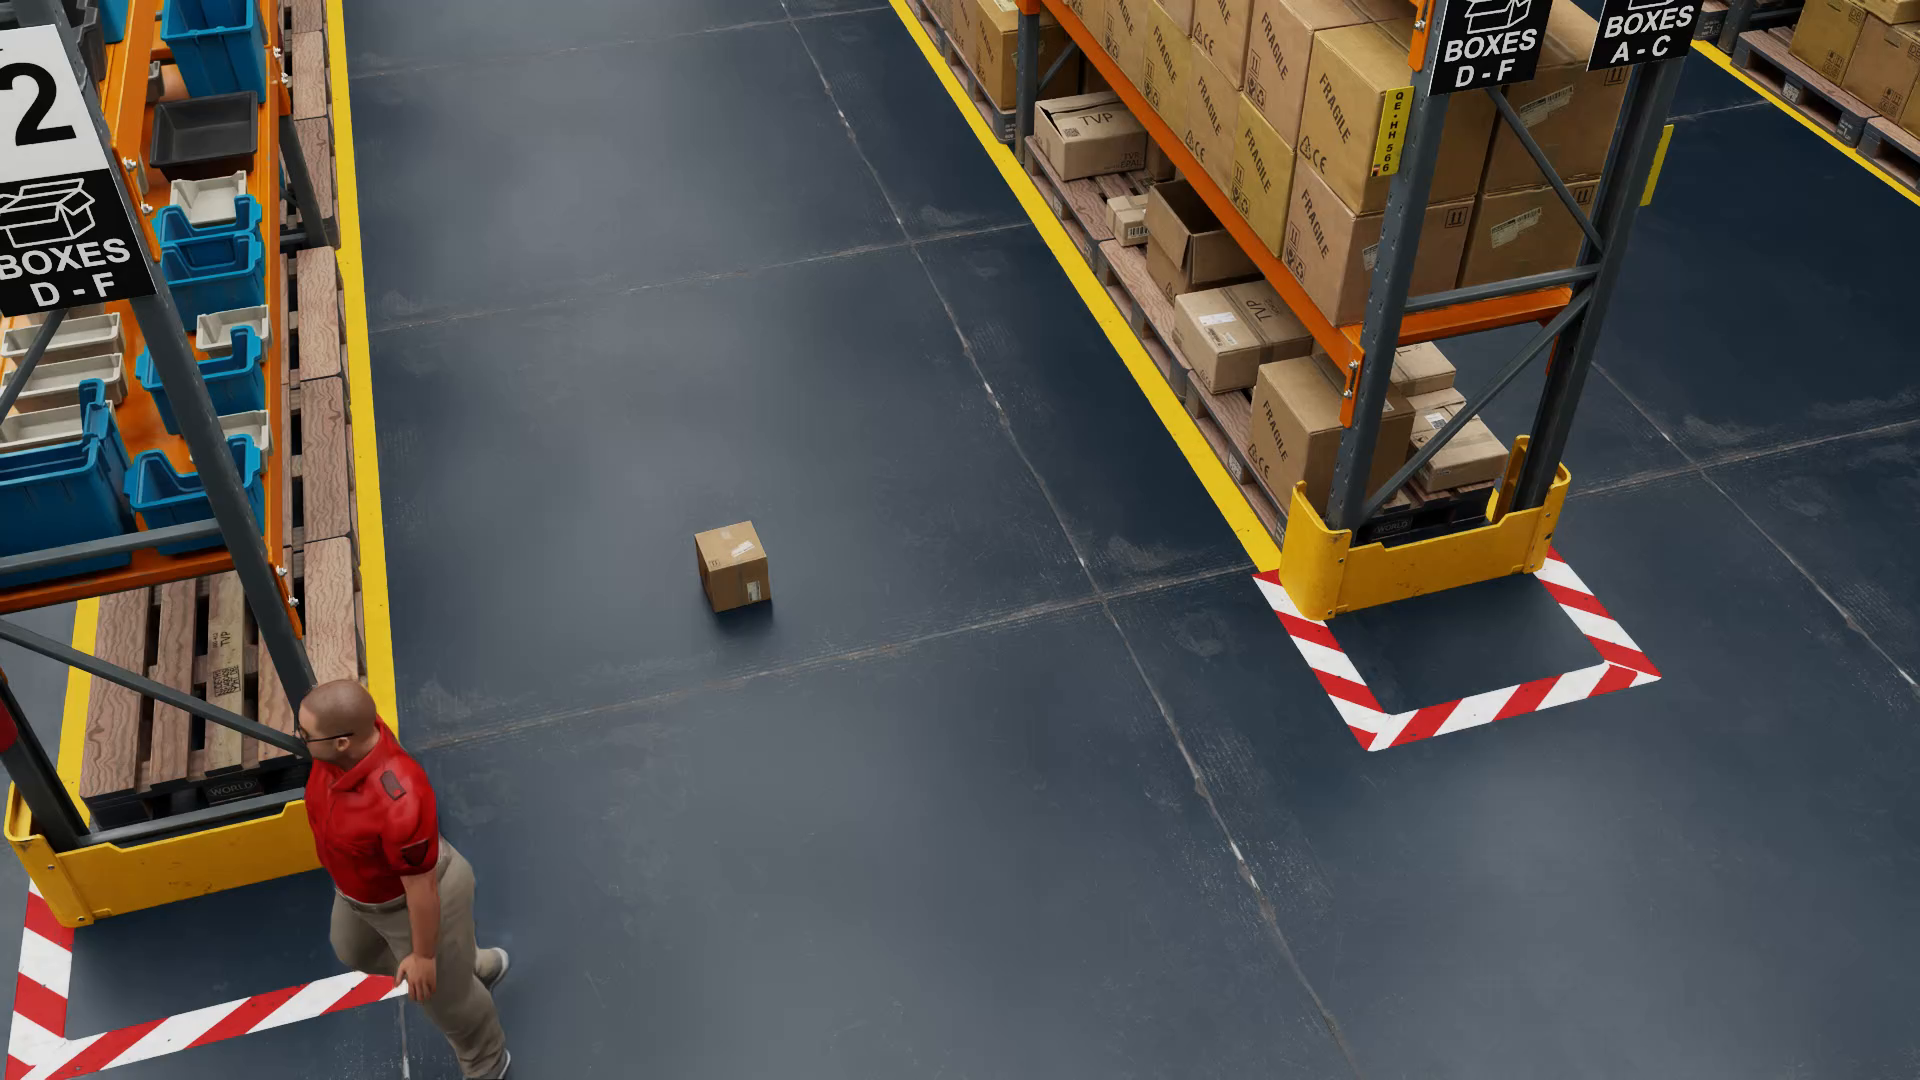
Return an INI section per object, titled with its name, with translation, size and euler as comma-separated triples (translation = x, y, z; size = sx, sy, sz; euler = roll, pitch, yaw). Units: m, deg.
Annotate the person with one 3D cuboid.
[person]
translation = -1.654, 1.043, 4.983
size = 0.590, 1.731, 0.490
euler = 31, 51, 30
